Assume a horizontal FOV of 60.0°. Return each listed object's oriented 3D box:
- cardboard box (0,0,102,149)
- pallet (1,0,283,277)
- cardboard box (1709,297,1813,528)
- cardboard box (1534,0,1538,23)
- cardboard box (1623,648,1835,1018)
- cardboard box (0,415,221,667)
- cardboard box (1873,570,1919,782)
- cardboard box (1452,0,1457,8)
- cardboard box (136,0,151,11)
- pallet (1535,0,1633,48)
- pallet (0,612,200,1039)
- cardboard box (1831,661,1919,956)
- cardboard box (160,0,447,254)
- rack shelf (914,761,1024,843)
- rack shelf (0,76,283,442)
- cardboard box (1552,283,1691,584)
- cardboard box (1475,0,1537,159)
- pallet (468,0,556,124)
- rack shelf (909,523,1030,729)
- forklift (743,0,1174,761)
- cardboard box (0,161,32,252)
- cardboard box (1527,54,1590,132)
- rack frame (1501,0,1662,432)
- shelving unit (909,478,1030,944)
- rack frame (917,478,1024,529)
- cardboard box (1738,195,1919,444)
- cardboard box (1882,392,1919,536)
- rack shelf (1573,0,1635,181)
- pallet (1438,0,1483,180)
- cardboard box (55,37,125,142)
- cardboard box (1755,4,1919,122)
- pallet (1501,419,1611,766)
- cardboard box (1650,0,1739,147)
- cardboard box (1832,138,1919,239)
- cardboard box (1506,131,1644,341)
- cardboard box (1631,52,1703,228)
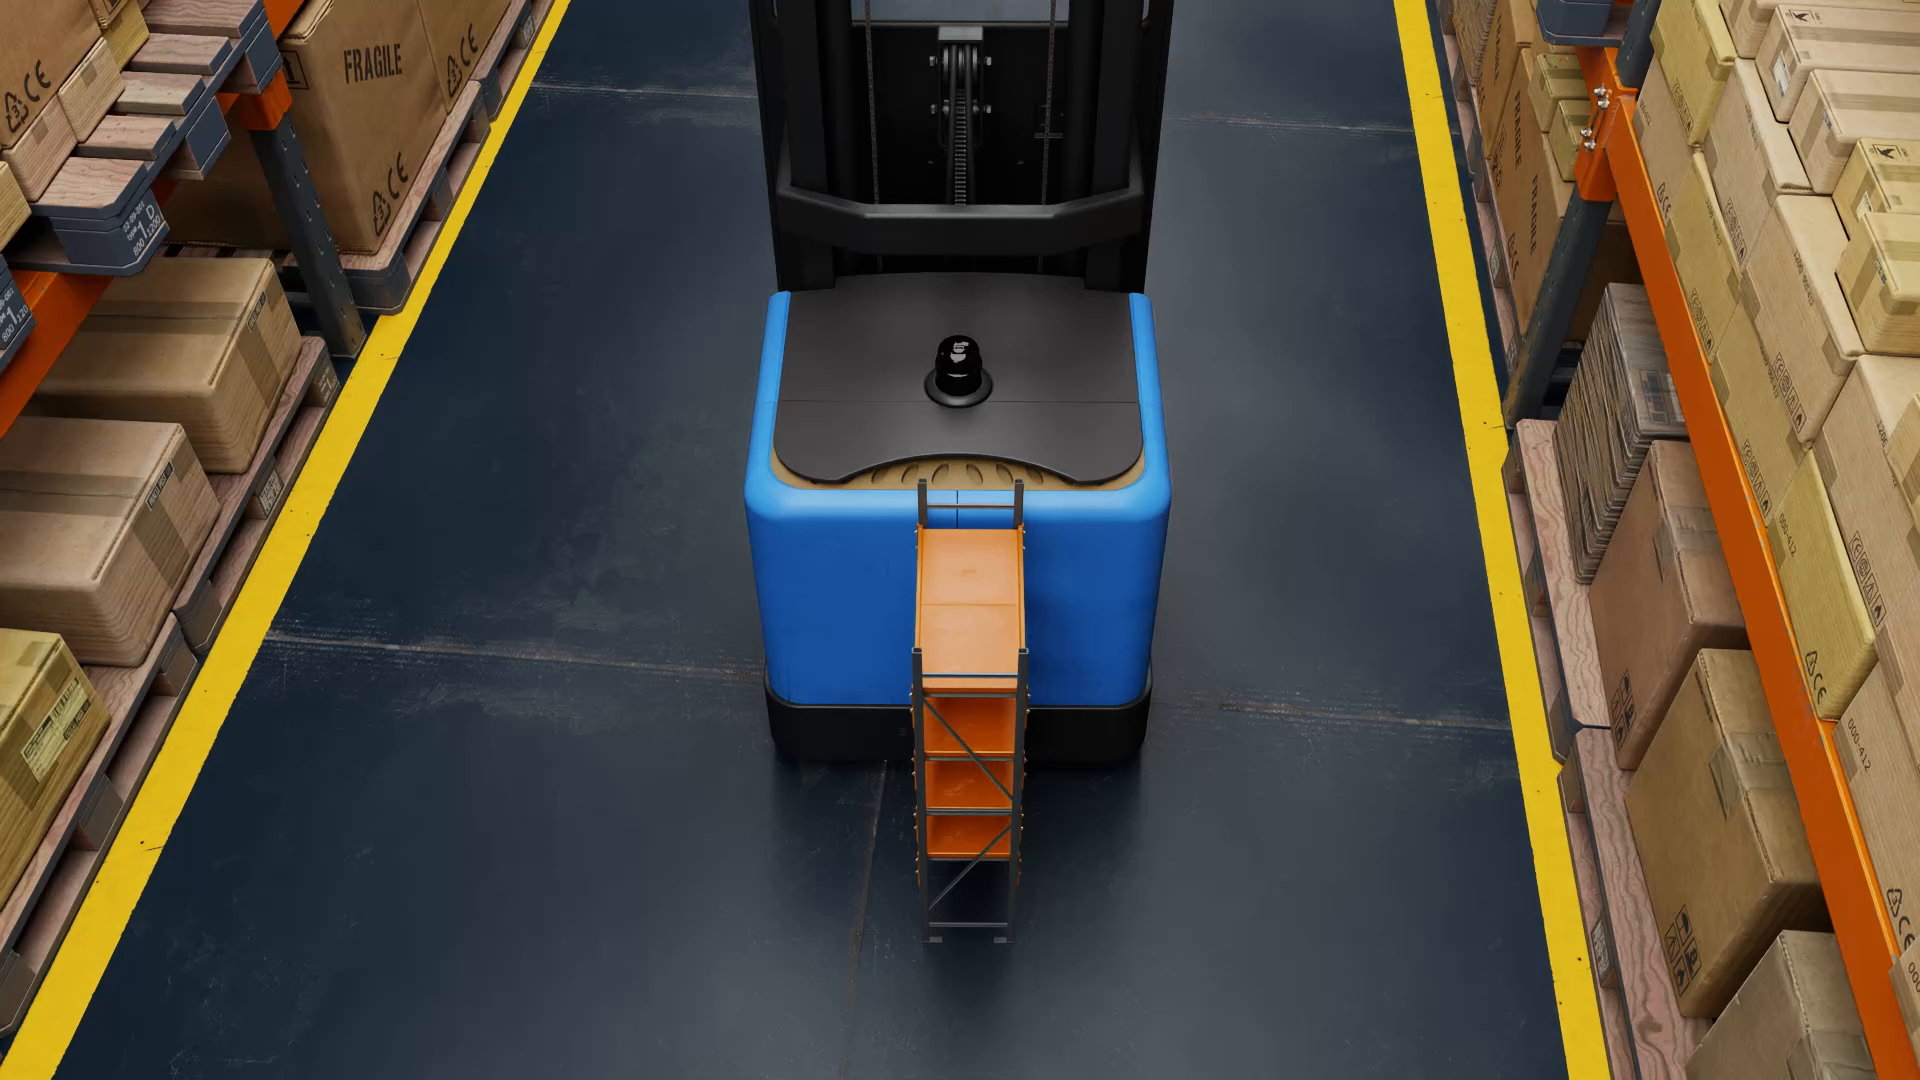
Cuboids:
[{"bbox_3d":[-2.408,-1.261,3.817,0.500,0.500,0.500,3,48,3],"label":"cardboard box"},{"bbox_3d":[-2.566,-1.123,4.374,1.213,0.211,1.003,4,48,4],"label":"pallet"},{"bbox_3d":[1.962,-0.279,3.574,0.500,0.250,0.500,2,48,2],"label":"cardboard box"},{"bbox_3d":[2.260,-1.869,5.896,0.380,0.149,0.250,5,48,5],"label":"cardboard box"},{"bbox_3d":[2.153,0.705,3.897,0.875,0.625,0.625,2,48,2],"label":"cardboard box"},{"bbox_3d":[-2.728,-0.016,4.728,0.950,0.372,0.625,3,48,3],"label":"cardboard box"},{"bbox_3d":[1.854,0.302,2.704,0.500,0.250,0.500,5,48,4],"label":"cardboard box"},{"bbox_3d":[2.344,-2.526,6.937,0.500,0.500,0.500,3,48,2],"label":"cardboard box"},{"bbox_3d":[-2.403,-1.519,4.492,0.380,0.149,0.250,5,48,5],"label":"cardboard box"},{"bbox_3d":[2.328,-1.826,5.017,1.213,0.211,1.003,4,48,4],"label":"pallet"},{"bbox_3d":[-2.794,0.691,4.475,1.003,0.211,1.213,4,48,4],"label":"pallet"},{"bbox_3d":[1.873,0.482,2.878,0.500,0.250,0.500,4,48,4],"label":"cardboard box"},{"bbox_3d":[-2.462,-1.645,5.877,0.875,0.875,0.875,3,48,3],"label":"cardboard box"},{"bbox_3d":[0.022,0.497,4.073,0.258,0.148,0.480,0,48,0],"label":"rack shelf"},{"bbox_3d":[-2.790,-0.006,3.710,1.077,0.370,4.000,4,48,4],"label":"rack shelf"},{"bbox_3d":[2.266,-0.270,4.789,0.875,0.625,0.625,5,48,5],"label":"cardboard box"},{"bbox_3d":[2.262,-1.763,6.239,0.500,0.500,0.500,6,48,5],"label":"cardboard box"},{"bbox_3d":[-2.347,-2.246,7.161,1.003,0.211,1.213,4,48,4],"label":"pallet"},{"bbox_3d":[0.022,0.187,3.734,0.258,0.148,0.480,0,48,0],"label":"rack shelf"},{"bbox_3d":[0.004,-1.448,4.589,1.130,2.935,3.031,0,48,0],"label":"forklift"},{"bbox_3d":[-2.376,-0.741,3.781,0.380,0.149,0.250,5,48,4],"label":"cardboard box"},{"bbox_3d":[2.123,-1.487,5.547,0.380,0.149,0.250,2,48,2],"label":"cardboard box"},{"bbox_3d":[2.336,-1.388,4.486,1.000,3.000,0.127,4,48,4],"label":"rack frame"},{"bbox_3d":[0.022,0.452,4.024,0.258,1.200,0.503,0,48,0],"label":"shelving unit"},{"bbox_3d":[0.024,0.272,4.188,0.240,1.200,0.015,0,48,0],"label":"rack frame"},{"bbox_3d":[1.940,-0.445,3.387,0.500,0.250,0.500,3,48,3],"label":"cardboard box"},{"bbox_3d":[1.816,-0.108,2.808,0.380,0.149,0.250,3,48,2],"label":"cardboard box"},{"bbox_3d":[2.518,-2.614,6.096,1.077,0.370,4.000,4,48,4],"label":"rack shelf"},{"bbox_3d":[2.556,-1.887,6.833,1.003,0.211,1.213,4,48,4],"label":"pallet"},{"bbox_3d":[-2.334,-1.129,4.135,0.380,0.149,0.250,4,48,3],"label":"cardboard box"},{"bbox_3d":[1.993,-1.039,3.660,0.380,0.149,0.250,5,48,5],"label":"cardboard box"},{"bbox_3d":[2.222,0.156,4.964,1.003,0.211,1.213,4,48,4],"label":"pallet"},{"bbox_3d":[2.027,-1.198,4.076,0.500,0.250,0.500,4,48,3],"label":"cardboard box"},{"bbox_3d":[1.988,-0.659,3.313,0.380,0.149,0.250,4,48,4],"label":"cardboard box"},{"bbox_3d":[2.161,-1.011,5.551,0.500,0.500,0.500,5,48,5],"label":"cardboard box"},{"bbox_3d":[2.052,-1.027,4.258,0.500,0.250,0.500,4,48,4],"label":"cardboard box"}]
